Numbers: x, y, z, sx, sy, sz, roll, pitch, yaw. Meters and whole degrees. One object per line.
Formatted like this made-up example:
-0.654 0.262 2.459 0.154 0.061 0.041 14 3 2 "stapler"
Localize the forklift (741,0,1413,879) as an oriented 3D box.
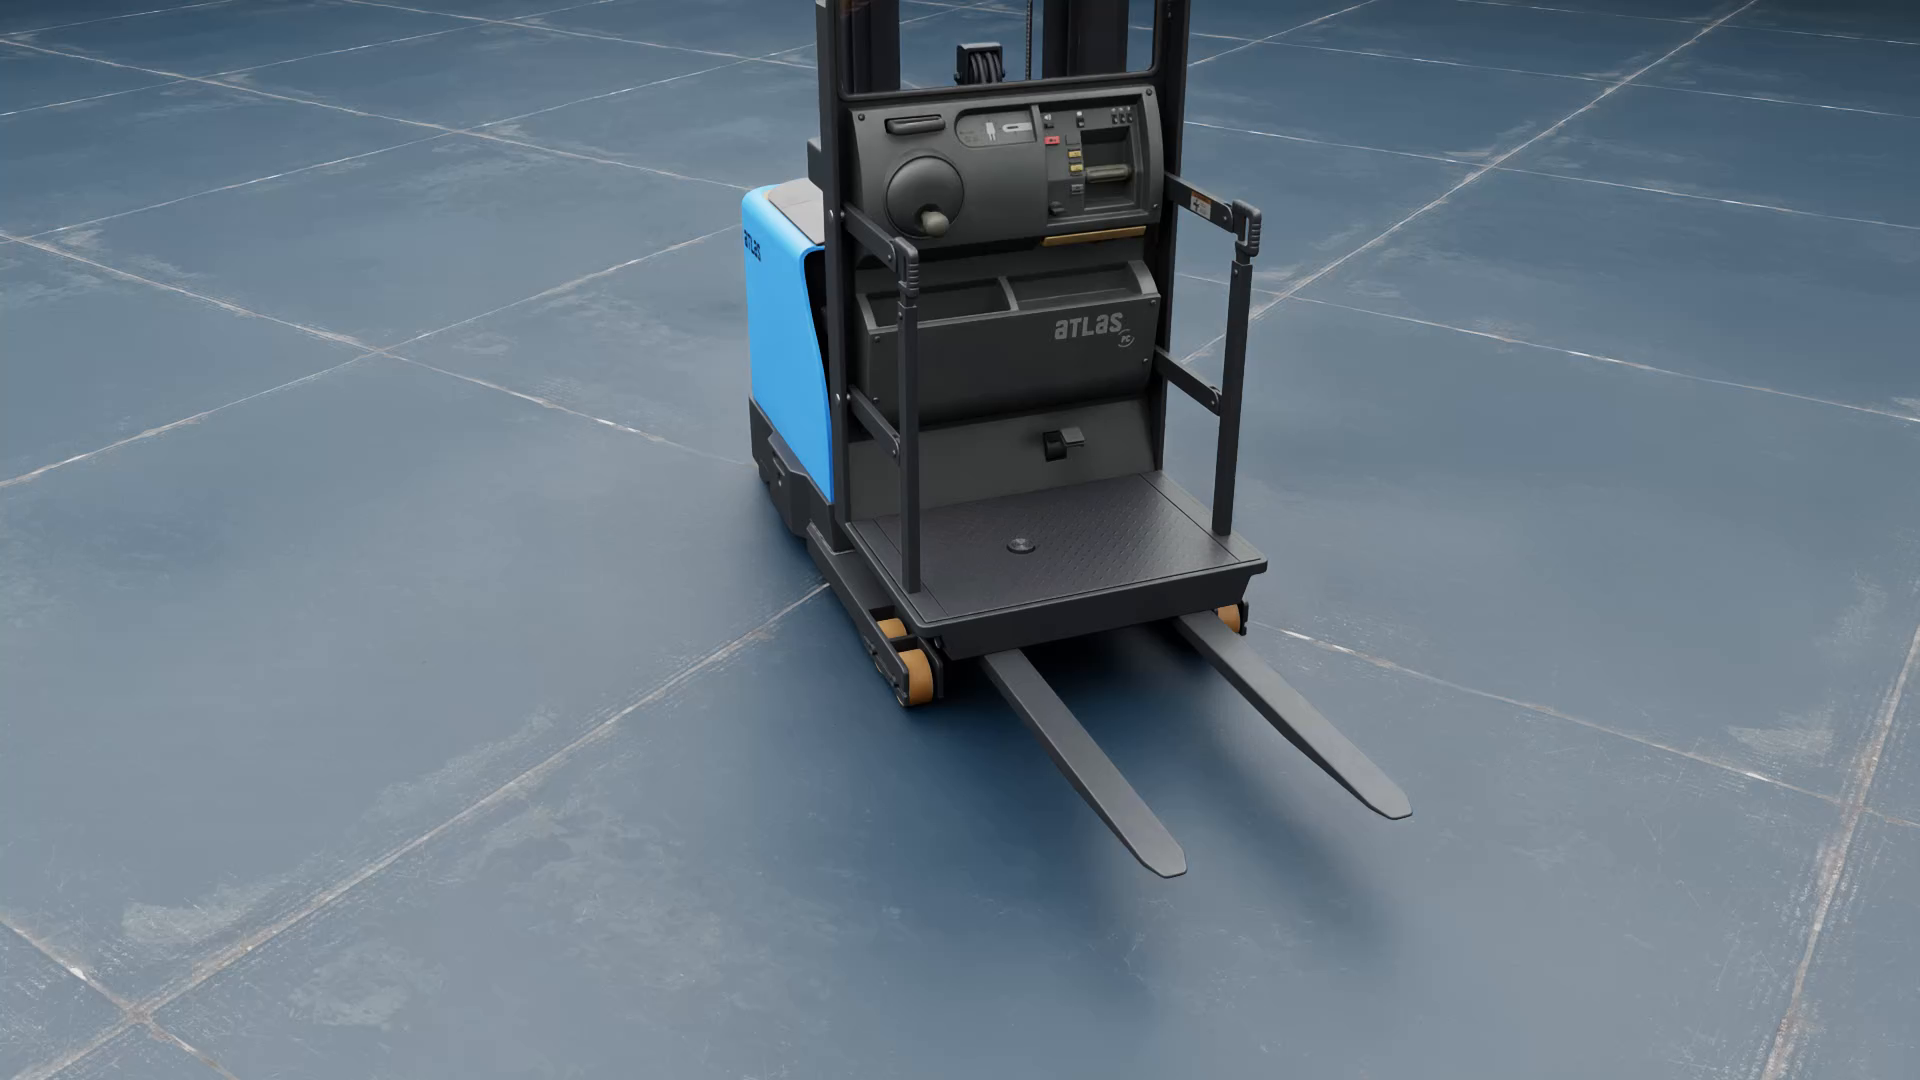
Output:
0.227 -1.040 4.561 1.130 2.935 3.031 -10 29 -19 "forklift"
